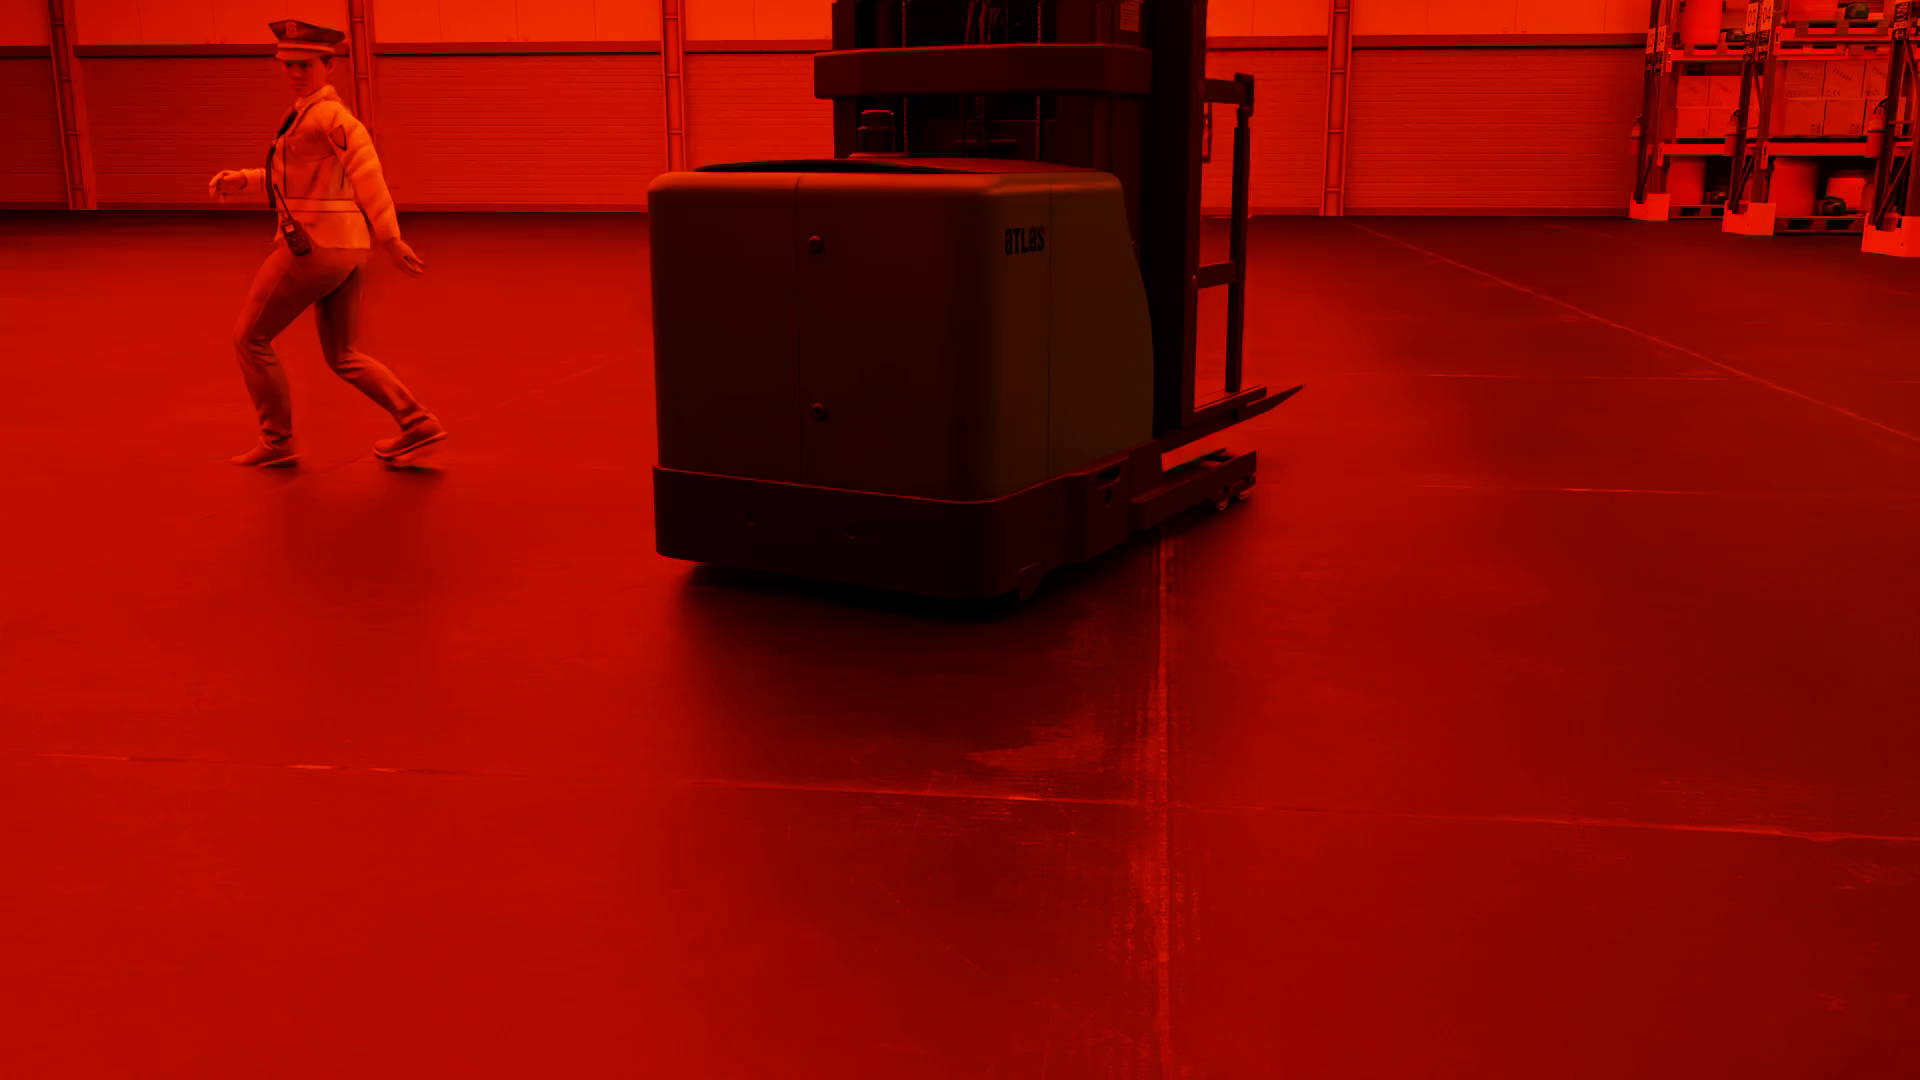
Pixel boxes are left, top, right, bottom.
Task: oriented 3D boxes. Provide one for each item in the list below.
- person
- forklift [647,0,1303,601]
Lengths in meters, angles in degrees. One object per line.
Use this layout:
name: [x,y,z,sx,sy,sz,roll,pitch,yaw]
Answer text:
person: [-2.280,-1.017,5.910,0.849,1.588,0.517,0,13,0]
forklift: [0.333,-1.564,5.196,1.130,2.935,3.031,7,15,28]
